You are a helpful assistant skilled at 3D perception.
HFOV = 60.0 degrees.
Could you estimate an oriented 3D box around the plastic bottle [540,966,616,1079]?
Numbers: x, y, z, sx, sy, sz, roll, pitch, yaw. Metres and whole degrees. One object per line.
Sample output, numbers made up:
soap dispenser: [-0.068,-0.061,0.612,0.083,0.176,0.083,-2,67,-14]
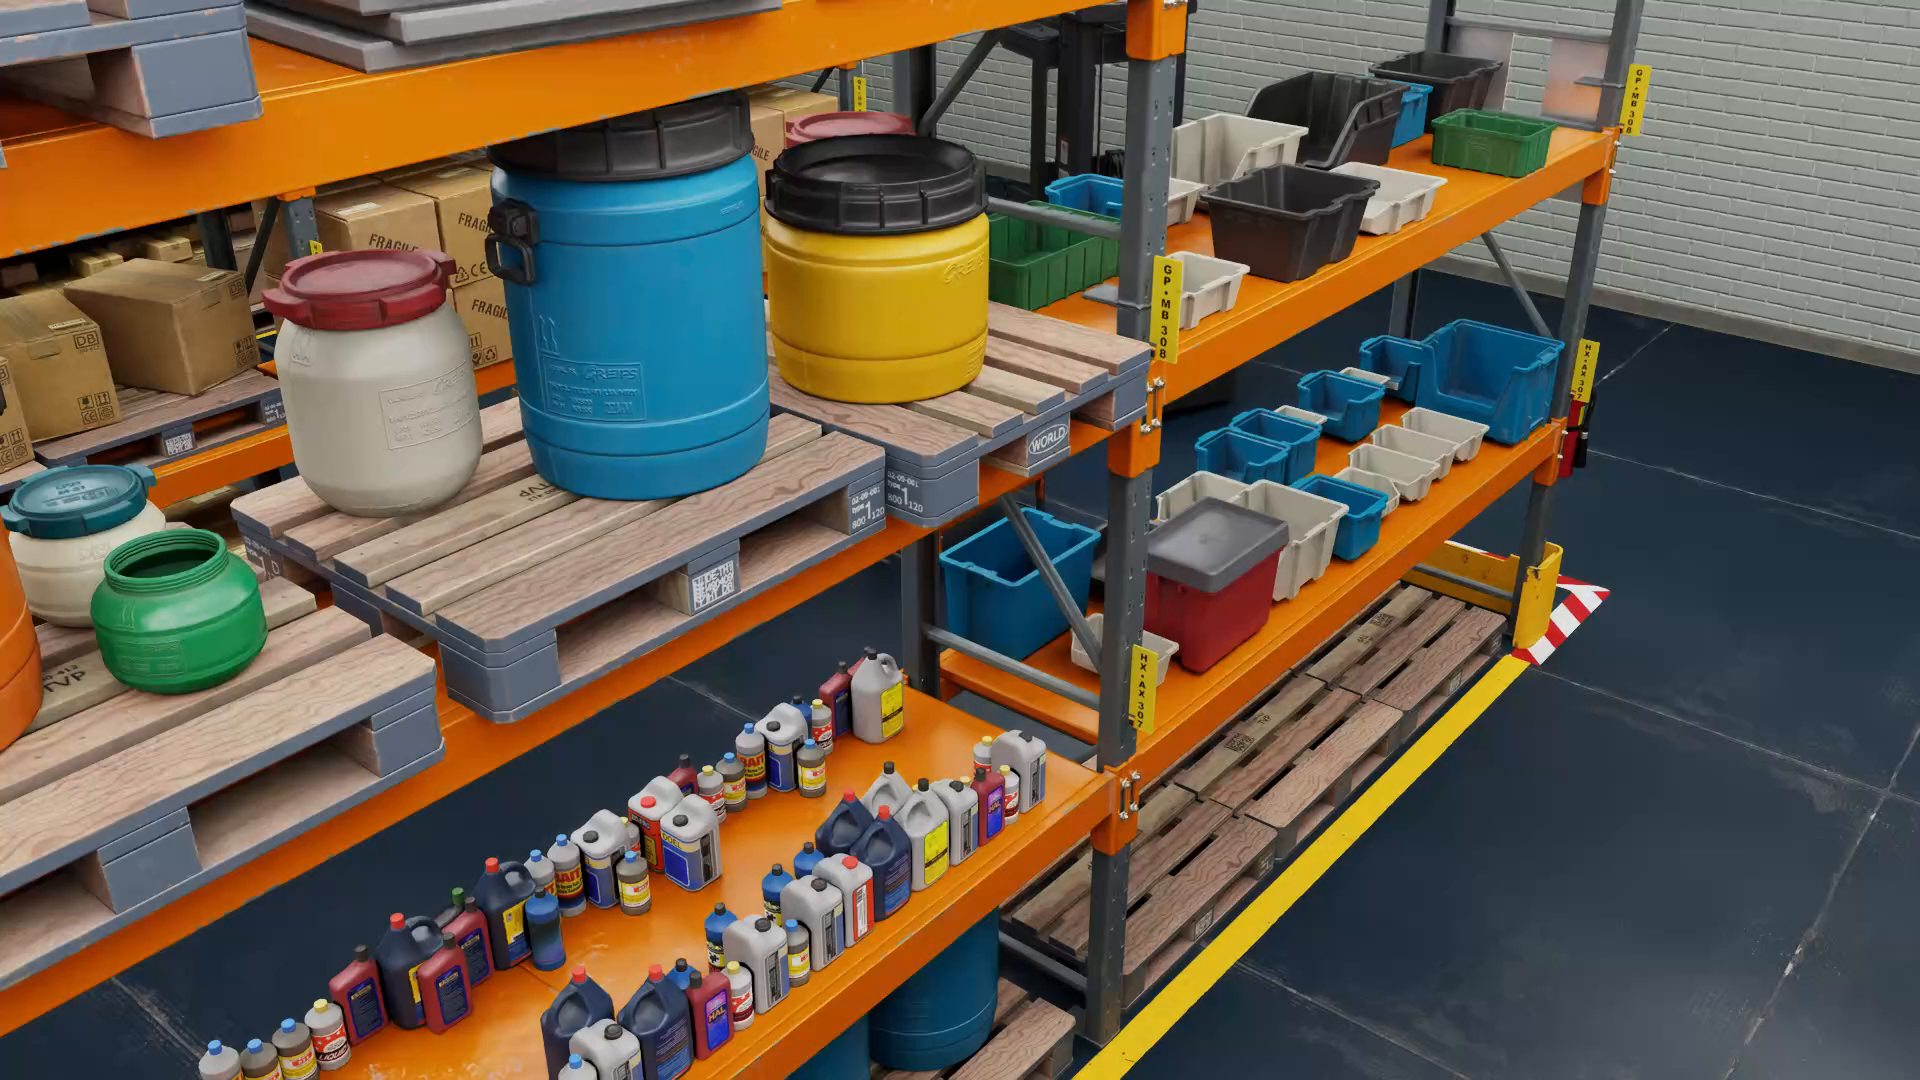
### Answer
plastic bottle: [-1.033,1.312,4.503,0.144,0.351,0.185,21,34,34]

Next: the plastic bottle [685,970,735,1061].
plastic bottle: [-0.697,1.294,4.610,0.061,0.283,0.133,21,34,34]

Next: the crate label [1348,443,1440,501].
crate label: [2.014,-0.307,7.800,0.396,0.136,0.243,21,34,34]

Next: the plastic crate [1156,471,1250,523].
plastic crate: [1.079,-0.140,7.478,0.293,0.136,0.466,21,34,34]

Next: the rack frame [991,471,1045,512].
rack frame: [0.328,-0.682,10.345,0.500,1.125,0.032,21,34,34]

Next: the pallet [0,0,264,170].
pallet: [-1.859,-0.757,2.560,1.213,0.211,1.003,21,34,34]

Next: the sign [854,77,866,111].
sign: [-0.657,-2.878,10.944,0.100,0.325,0.005,21,34,34]

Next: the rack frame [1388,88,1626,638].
rack frame: [2.747,-0.944,8.809,1.000,3.000,0.127,21,34,34]

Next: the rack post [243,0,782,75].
rack post: [-0.986,-1.213,3.345,0.954,0.300,0.937,-24,36,-38]

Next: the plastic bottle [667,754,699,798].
plastic bottle: [-0.924,0.847,5.476,0.061,0.283,0.133,21,34,34]

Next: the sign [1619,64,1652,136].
sign: [3.182,-2.074,7.844,0.100,0.325,0.005,21,34,34]

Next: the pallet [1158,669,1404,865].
pallet: [1.416,1.007,8.074,1.003,0.211,1.213,21,34,34]

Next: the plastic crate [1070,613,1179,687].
plastic crate: [0.609,0.442,6.353,0.396,0.136,0.243,21,34,34]

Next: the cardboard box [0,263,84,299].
cardboard box: [-6.887,-1.732,12.597,0.700,0.500,0.500,21,34,35]

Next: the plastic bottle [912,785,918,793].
plastic bottle: [-0.139,0.897,5.468,0.097,0.201,0.097,0,27,0]

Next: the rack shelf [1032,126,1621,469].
rack shelf: [1.475,-1.247,6.915,1.077,0.370,4.000,21,34,34]

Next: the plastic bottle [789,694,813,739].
plastic bottle: [-0.566,0.665,5.840,0.097,0.271,0.097,0,27,0]

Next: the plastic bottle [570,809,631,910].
plastic bottle: [-1.122,0.993,5.201,0.152,0.276,0.135,21,34,34]

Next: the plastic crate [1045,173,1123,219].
plastic crate: [0.536,-1.199,6.221,0.416,0.233,0.300,21,34,34]

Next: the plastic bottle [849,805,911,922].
plastic bottle: [-0.247,0.984,5.138,0.144,0.351,0.185,21,34,34]

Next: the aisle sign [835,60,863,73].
aisle sign: [-0.793,-3.482,10.887,0.394,0.787,0.004,21,34,34]

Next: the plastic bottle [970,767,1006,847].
plastic bottle: [0.090,0.856,5.458,0.061,0.283,0.133,21,34,34]

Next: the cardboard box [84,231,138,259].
cardboard box: [-6.632,-2.308,13.004,0.380,0.149,0.250,20,33,33]

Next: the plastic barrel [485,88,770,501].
plastic barrel: [-0.765,-0.617,3.911,0.600,0.901,0.708,21,34,34]

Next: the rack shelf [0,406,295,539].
rack shelf: [-4.889,0.054,7.663,1.077,0.370,4.000,21,34,34]

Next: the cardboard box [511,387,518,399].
cardboard box: [-2.426,-0.729,10.632,0.797,0.503,0.637,21,34,34]

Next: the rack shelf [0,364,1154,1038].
rack shelf: [-1.069,0.171,4.173,1.077,0.370,4.000,21,34,34]

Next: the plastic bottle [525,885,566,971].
plastic bottle: [-1.229,1.139,4.923,0.097,0.271,0.097,0,27,0]

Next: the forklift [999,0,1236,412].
forklift: [0.915,-2.801,12.475,1.130,2.935,3.031,-12,30,-22]

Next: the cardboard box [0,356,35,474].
cardboard box: [-4.693,-0.561,7.504,0.700,0.500,0.500,12,30,22]

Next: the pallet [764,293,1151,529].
pallet: [-0.220,-0.467,4.830,1.213,0.211,1.003,21,34,34]

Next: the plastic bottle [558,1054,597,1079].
plastic bottle: [-0.987,1.448,4.326,0.097,0.271,0.097,0,27,0]

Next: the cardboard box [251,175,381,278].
cardboard box: [-3.495,-1.718,9.109,0.500,0.500,0.500,21,34,35]

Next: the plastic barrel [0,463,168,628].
plastic barrel: [-1.773,0.013,3.390,0.301,0.262,0.301,0,27,0]

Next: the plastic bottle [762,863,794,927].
plastic bottle: [-0.545,1.092,5.014,0.097,0.271,0.097,0,27,0]

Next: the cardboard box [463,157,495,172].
cardboard box: [-2.445,-1.913,9.486,0.500,0.500,0.500,20,33,33]

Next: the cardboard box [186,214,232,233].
cardboard box: [-6.145,-2.579,13.528,0.380,0.149,0.250,21,34,35]

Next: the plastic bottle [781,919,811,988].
plastic bottle: [-0.490,1.202,4.878,0.097,0.201,0.097,0,27,0]

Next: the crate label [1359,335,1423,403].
crate label: [2.336,-0.905,8.851,0.416,0.233,0.303,21,34,34]

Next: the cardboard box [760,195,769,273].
cardboard box: [-1.475,-2.014,10.769,0.500,0.500,0.500,21,34,35]

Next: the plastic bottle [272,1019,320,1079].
plastic bottle: [-1.808,1.389,4.518,0.097,0.201,0.097,0,27,0]

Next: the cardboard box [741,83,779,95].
cardboard box: [-1.558,-2.801,11.202,0.500,0.500,0.500,22,35,36]

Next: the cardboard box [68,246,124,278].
cardboard box: [-6.528,-2.088,12.580,0.380,0.149,0.250,22,35,36]

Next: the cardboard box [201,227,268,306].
cardboard box: [-5.903,-2.282,13.660,0.700,0.500,0.500,19,33,33]

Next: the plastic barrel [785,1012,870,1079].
plastic barrel: [-0.607,1.659,5.605,0.600,0.901,0.708,21,34,34]

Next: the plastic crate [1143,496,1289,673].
plastic crate: [0.964,0.176,6.510,0.402,0.464,0.583,21,34,34]

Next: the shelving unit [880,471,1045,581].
shelving unit: [0.004,-0.502,9.996,0.538,1.125,1.048,21,34,34]

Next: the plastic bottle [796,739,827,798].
plastic bottle: [-0.510,0.775,5.703,0.097,0.201,0.097,0,27,0]

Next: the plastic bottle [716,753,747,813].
plastic bottle: [-0.775,0.813,5.630,0.097,0.201,0.097,0,27,0]

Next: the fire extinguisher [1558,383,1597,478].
fire extinguisher: [3.194,-0.664,8.759,0.296,0.674,0.183,21,34,34]

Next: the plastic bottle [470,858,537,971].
plastic bottle: [-1.350,1.084,4.943,0.144,0.351,0.185,21,34,34]

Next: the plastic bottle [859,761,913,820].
plastic bottle: [-0.241,0.876,5.346,0.144,0.351,0.185,21,34,34]

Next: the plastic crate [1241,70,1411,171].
plastic crate: [1.563,-1.787,7.243,0.504,0.338,0.767,21,34,34]

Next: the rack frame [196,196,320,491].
rack frame: [-3.617,-0.974,8.869,1.000,3.000,0.127,21,34,34]

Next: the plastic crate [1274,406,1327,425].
plastic crate: [1.637,-0.532,8.235,0.250,0.136,0.298,21,34,34]

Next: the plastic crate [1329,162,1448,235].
plastic crate: [1.624,-1.354,6.624,0.437,0.136,0.530,21,34,34]

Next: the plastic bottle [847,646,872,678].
plastic bottle: [-0.360,0.532,6.084,0.061,0.283,0.133,21,34,34]
